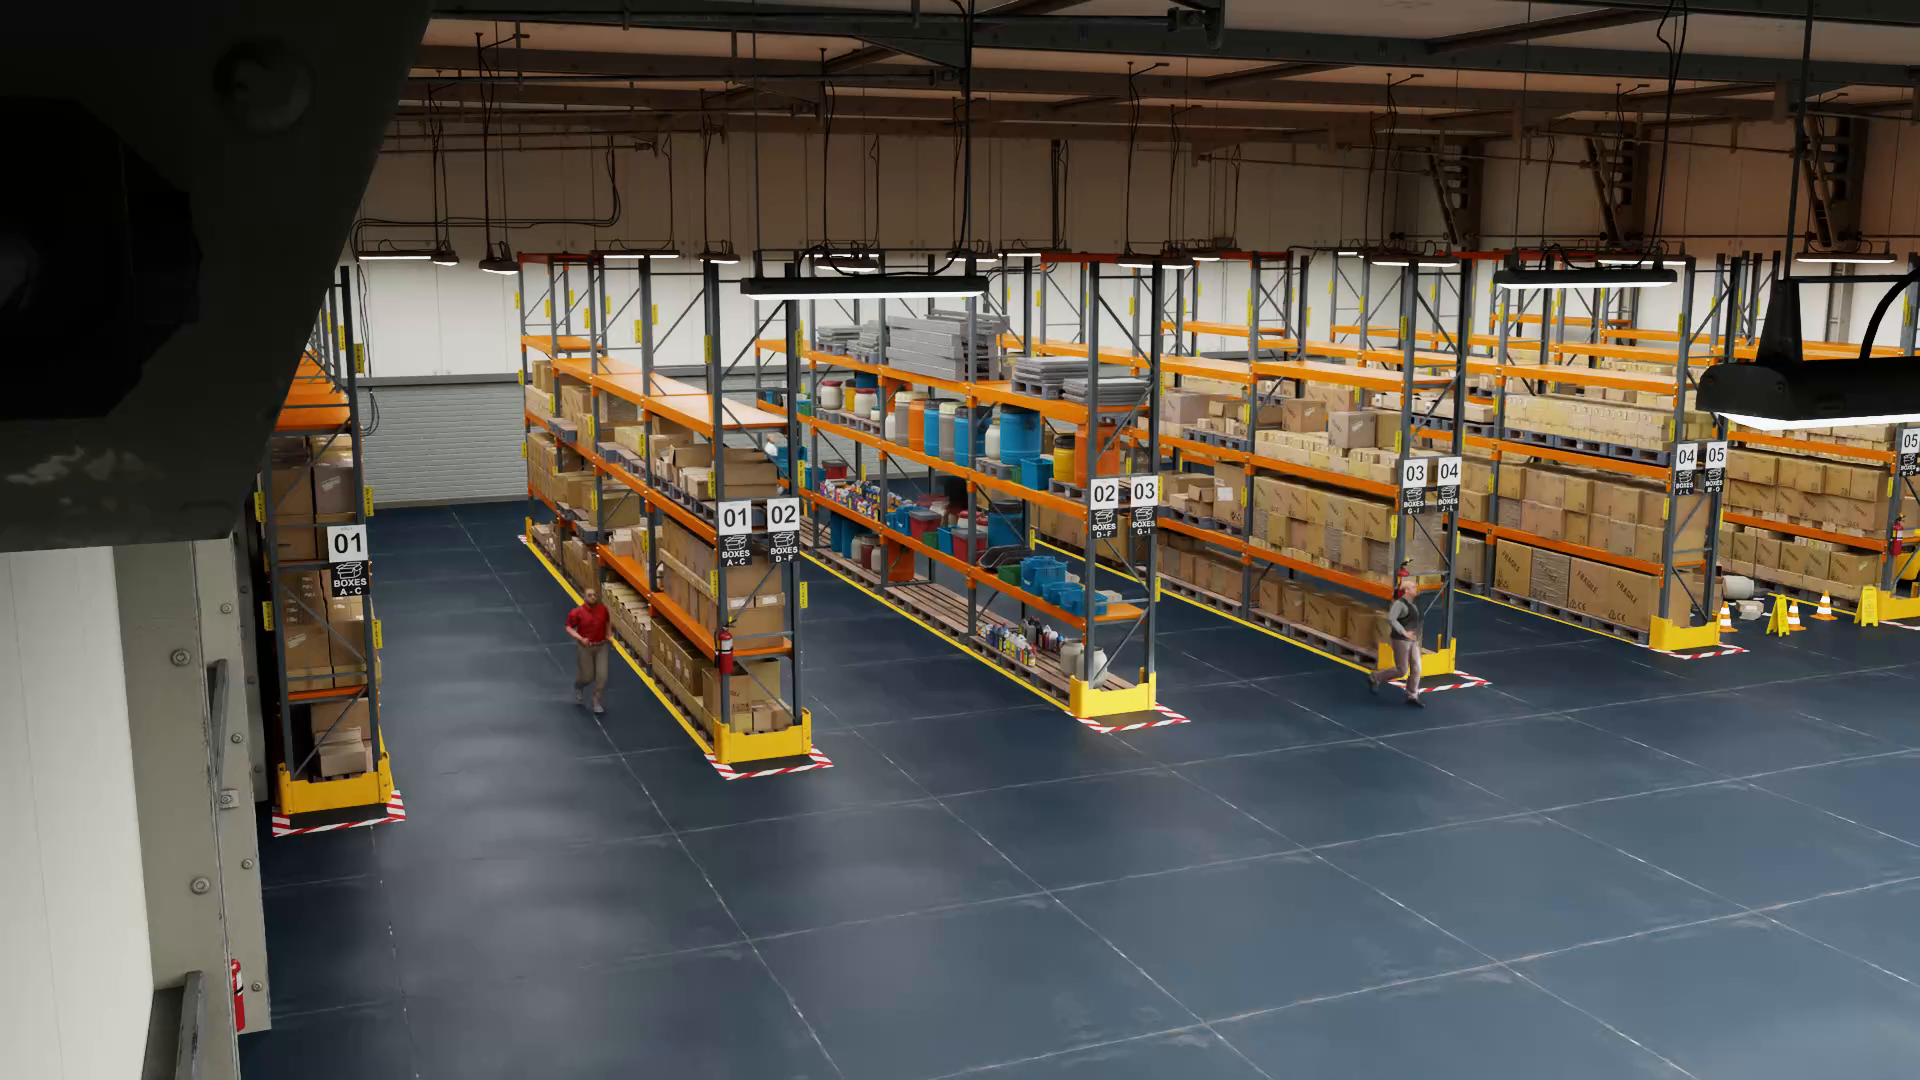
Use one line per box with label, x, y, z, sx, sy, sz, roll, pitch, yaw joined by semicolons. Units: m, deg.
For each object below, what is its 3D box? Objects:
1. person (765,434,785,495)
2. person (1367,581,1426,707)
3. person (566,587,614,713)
person;-4.360;-1.626;38.983;0.723;1.750;0.681;-4;11;-21
person;6.111;1.365;22.789;0.855;1.622;0.714;9;14;40
person;-4.969;1.457;22.393;0.658;1.683;0.680;-7;12;-34
